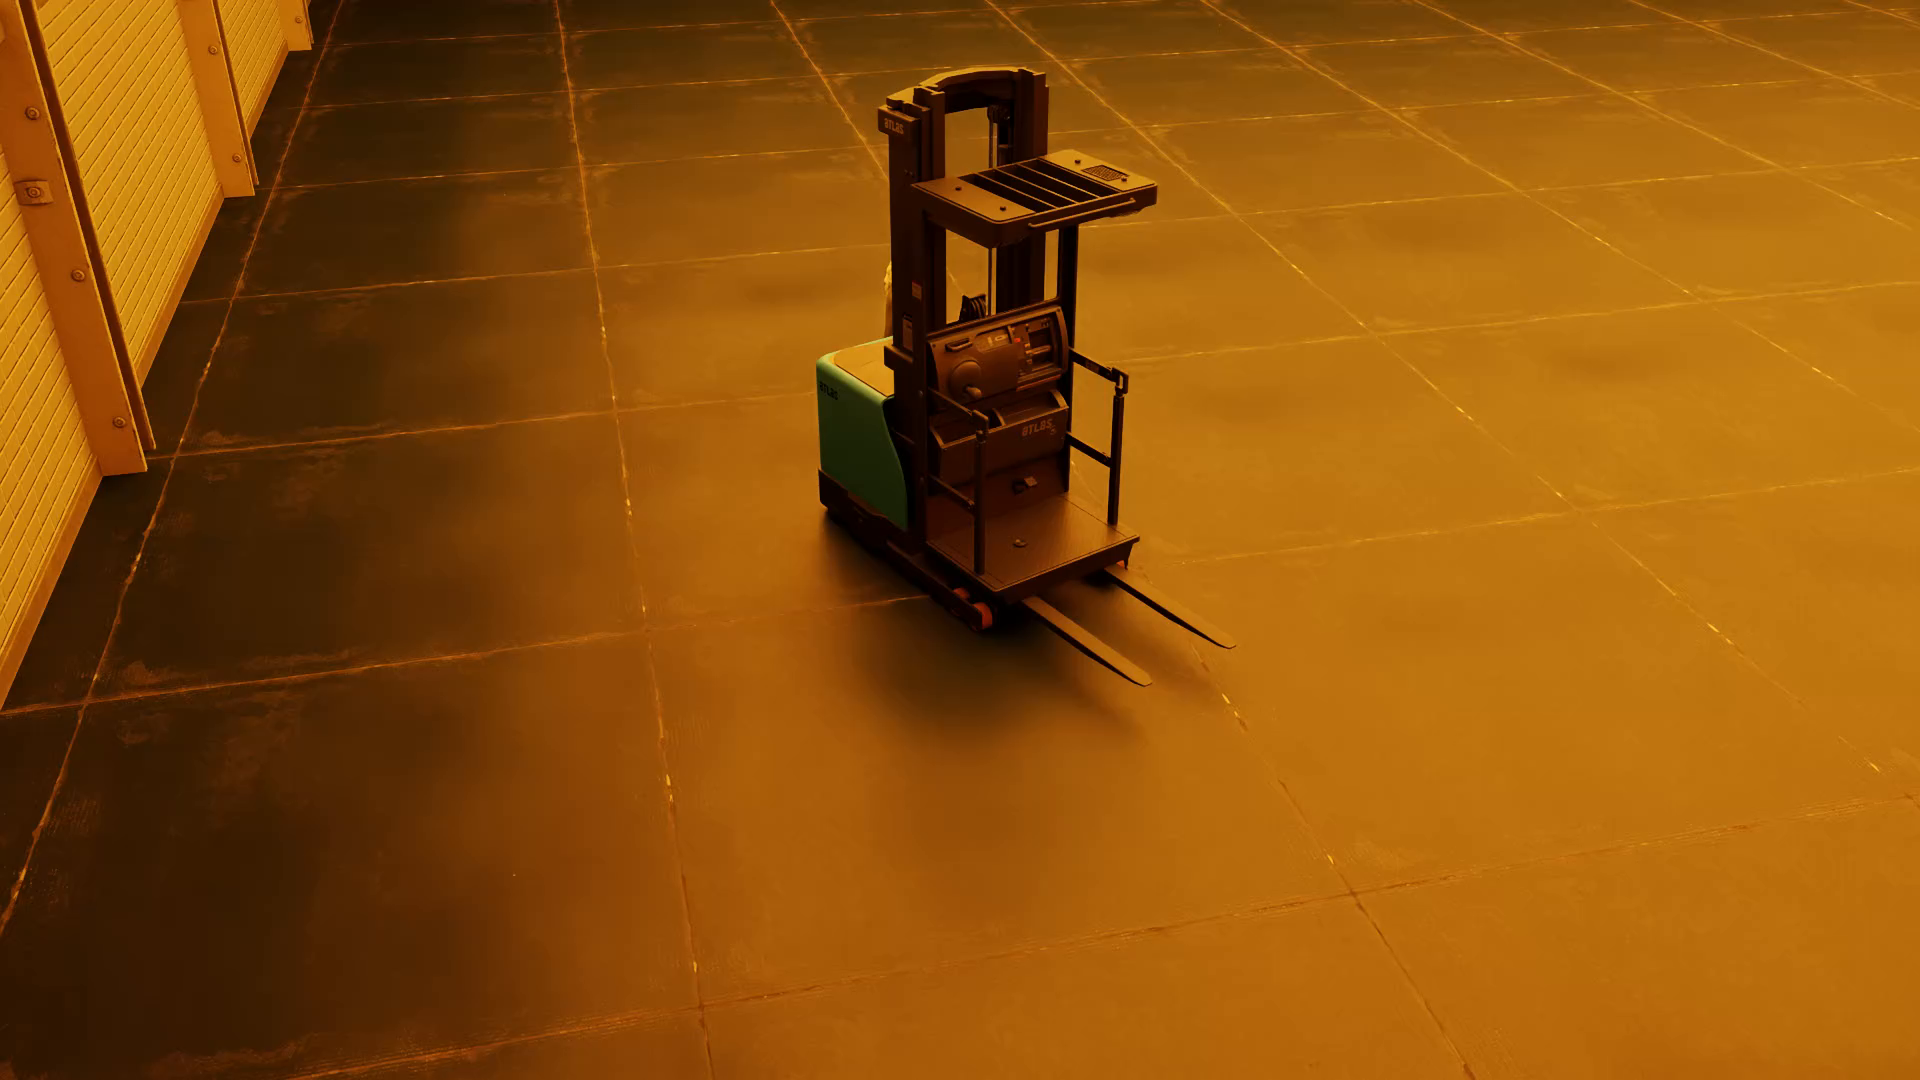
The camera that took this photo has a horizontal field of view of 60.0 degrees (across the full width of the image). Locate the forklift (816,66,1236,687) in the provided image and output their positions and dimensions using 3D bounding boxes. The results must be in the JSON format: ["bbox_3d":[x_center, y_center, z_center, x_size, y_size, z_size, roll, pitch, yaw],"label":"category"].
[{"bbox_3d":[0.355,-1.021,9.338,1.130,2.935,3.031,-20,35,-30],"label":"forklift"}]

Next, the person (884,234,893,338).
[{"bbox_3d":[-0.423,-1.768,11.849,0.532,1.696,0.589,-13,32,-21],"label":"person"}]
